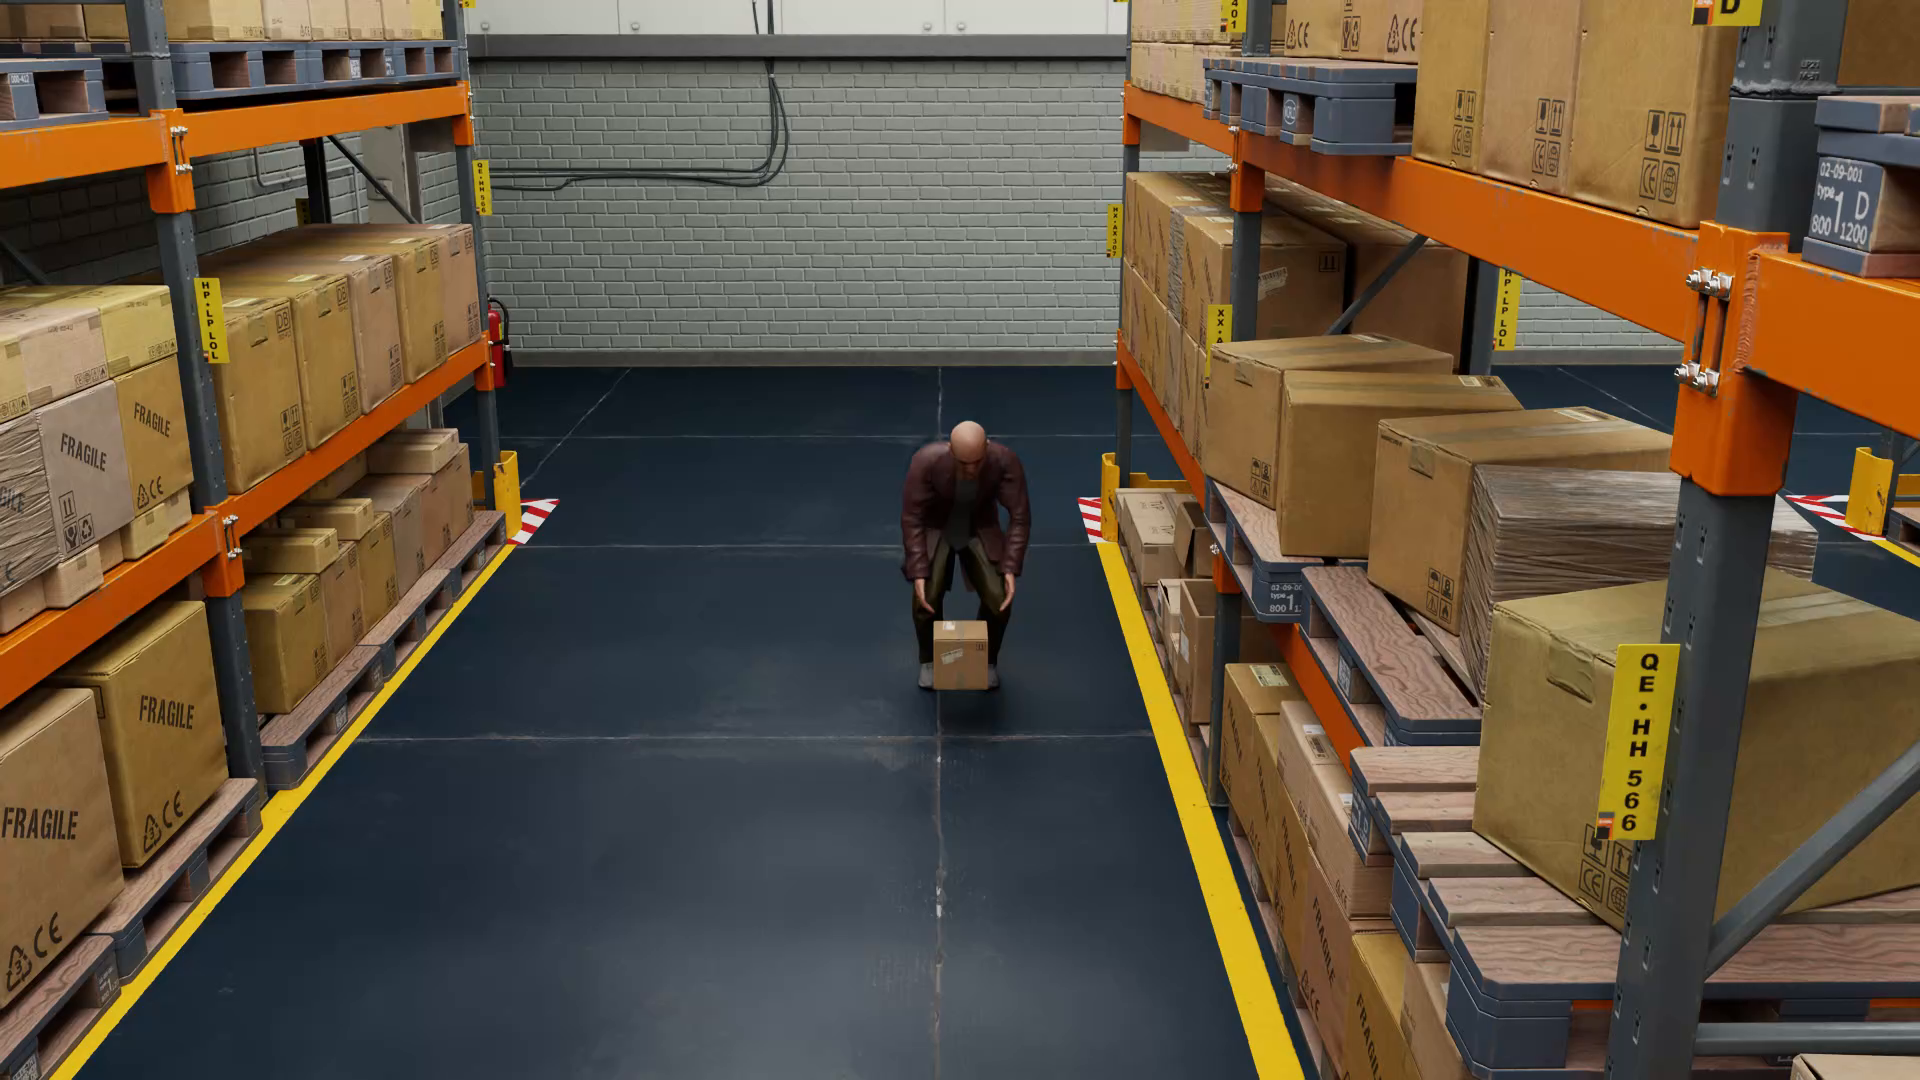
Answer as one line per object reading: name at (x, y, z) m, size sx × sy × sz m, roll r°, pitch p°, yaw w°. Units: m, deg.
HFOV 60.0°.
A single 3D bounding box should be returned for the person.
person at (0.026, 0.049, 8.095) m, size 0.631 × 1.382 × 0.735 m, roll 0°, pitch 17°, yaw -1°
